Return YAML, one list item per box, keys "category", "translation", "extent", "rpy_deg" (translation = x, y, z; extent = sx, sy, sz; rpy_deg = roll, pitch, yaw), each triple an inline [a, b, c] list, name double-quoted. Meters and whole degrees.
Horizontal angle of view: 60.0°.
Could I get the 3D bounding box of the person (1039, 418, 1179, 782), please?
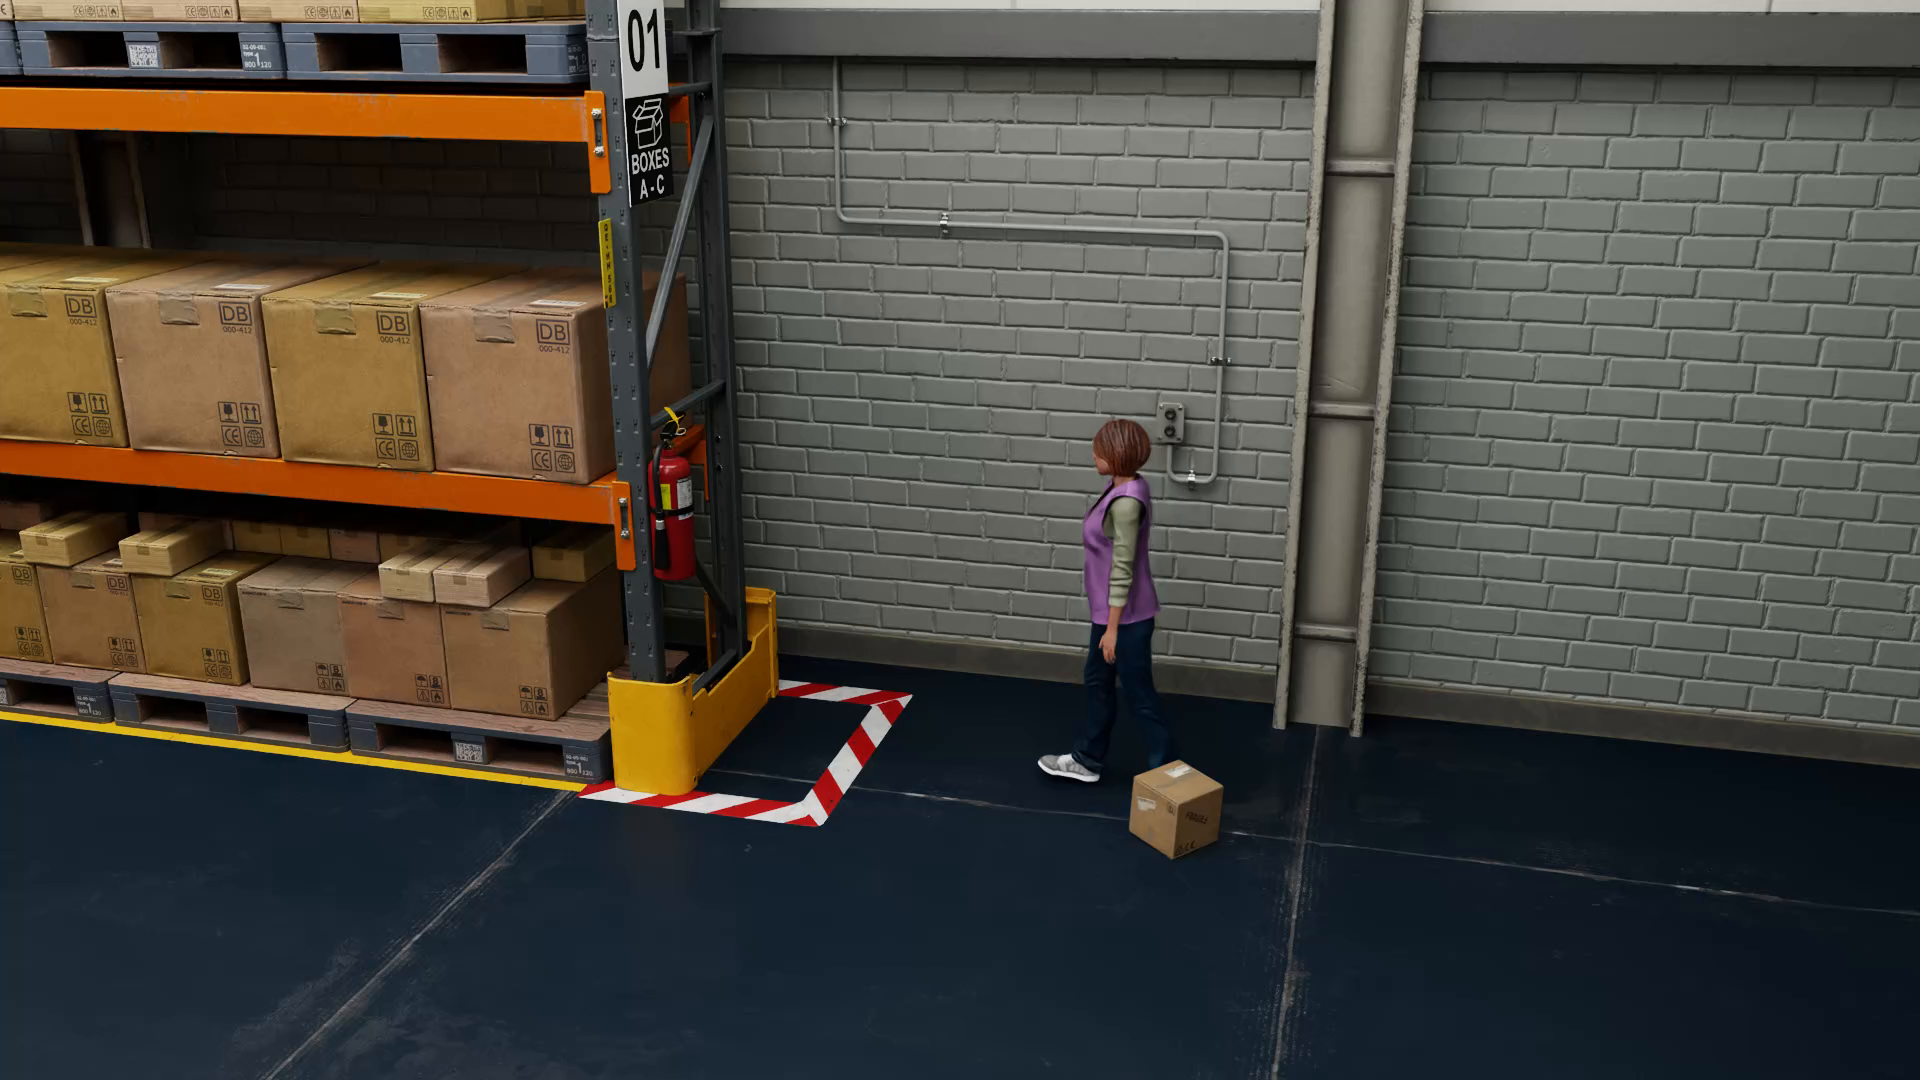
- category: "person"
  translation: [0.621, 0.280, 6.693]
  extent: [0.581, 1.582, 0.607]
  rpy_deg: [1, 19, 2]
